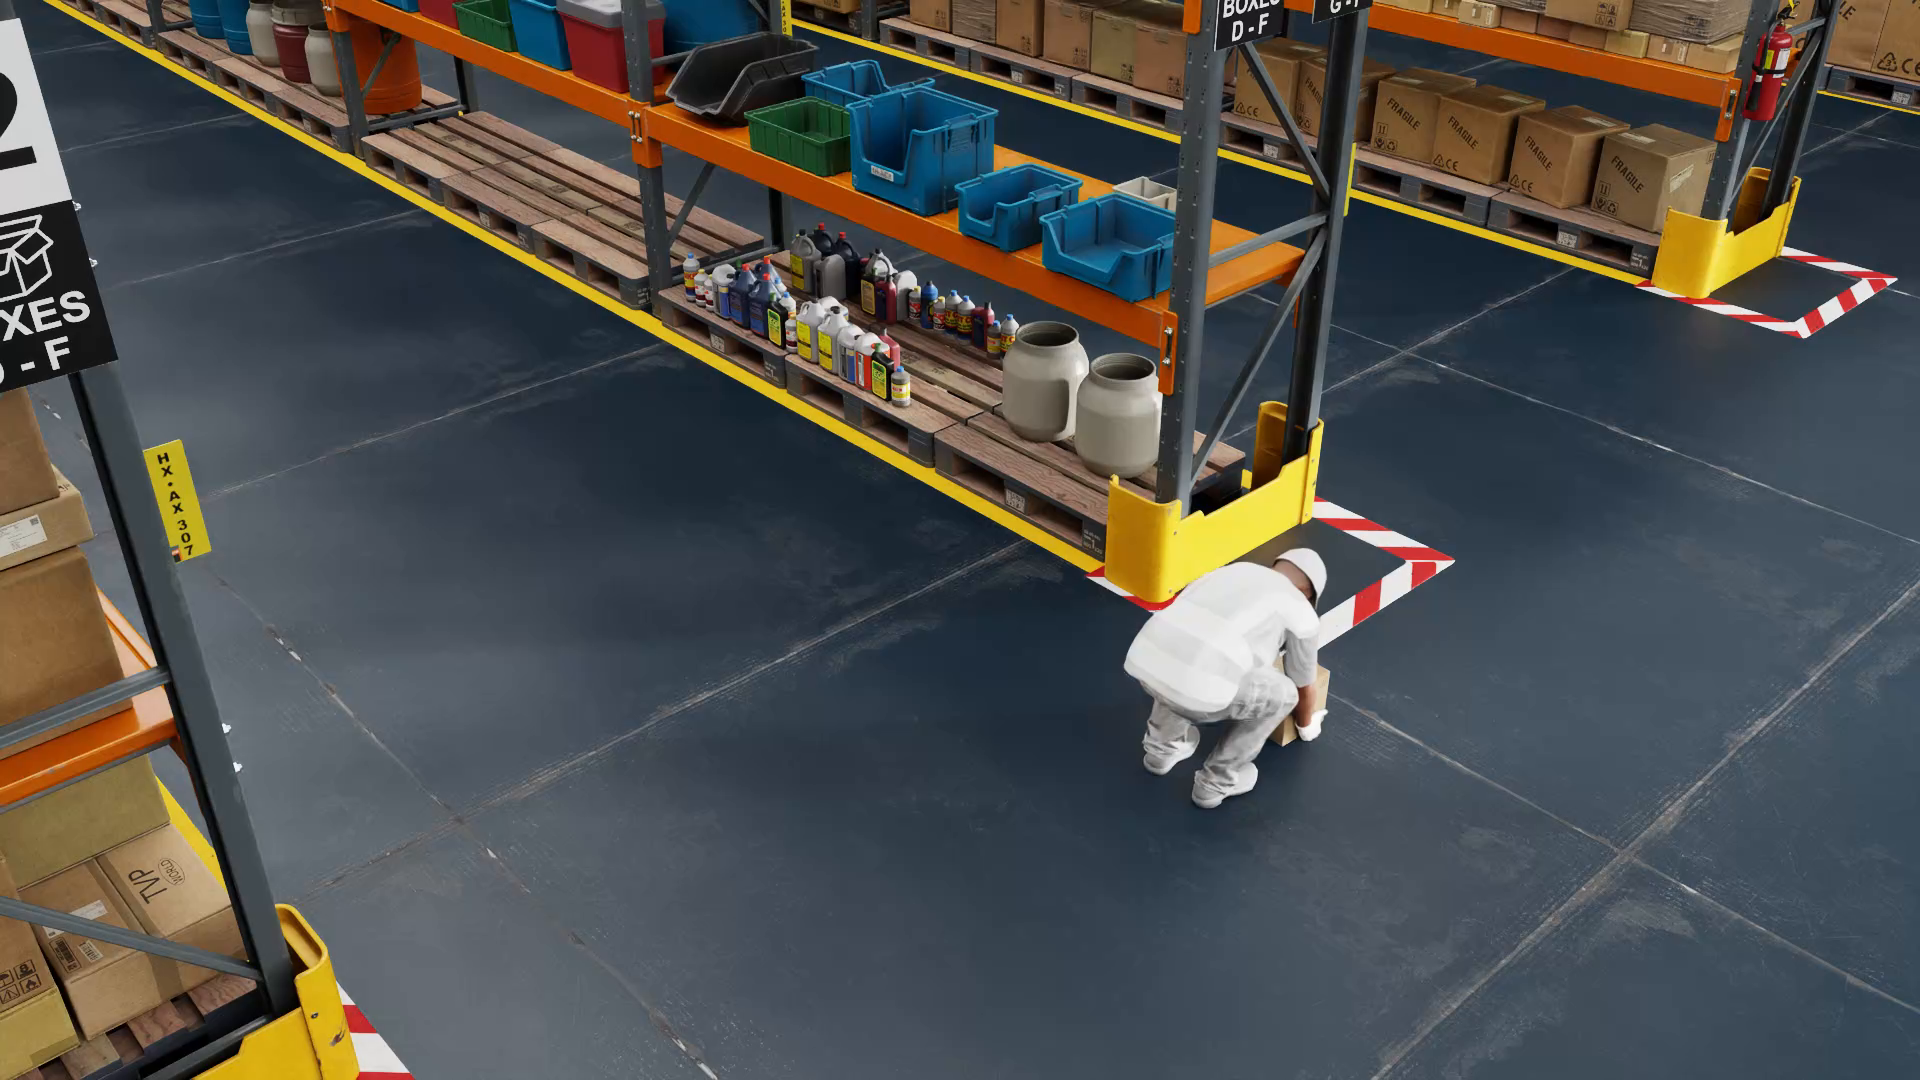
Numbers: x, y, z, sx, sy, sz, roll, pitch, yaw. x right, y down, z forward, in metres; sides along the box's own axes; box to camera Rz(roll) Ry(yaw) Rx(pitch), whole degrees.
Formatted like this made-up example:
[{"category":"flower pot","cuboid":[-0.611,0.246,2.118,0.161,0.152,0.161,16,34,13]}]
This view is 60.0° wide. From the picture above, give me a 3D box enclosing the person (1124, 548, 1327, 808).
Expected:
[{"category":"person","cuboid":[1.023,0.494,6.264,0.989,0.830,0.550,-25,40,-35]}]
